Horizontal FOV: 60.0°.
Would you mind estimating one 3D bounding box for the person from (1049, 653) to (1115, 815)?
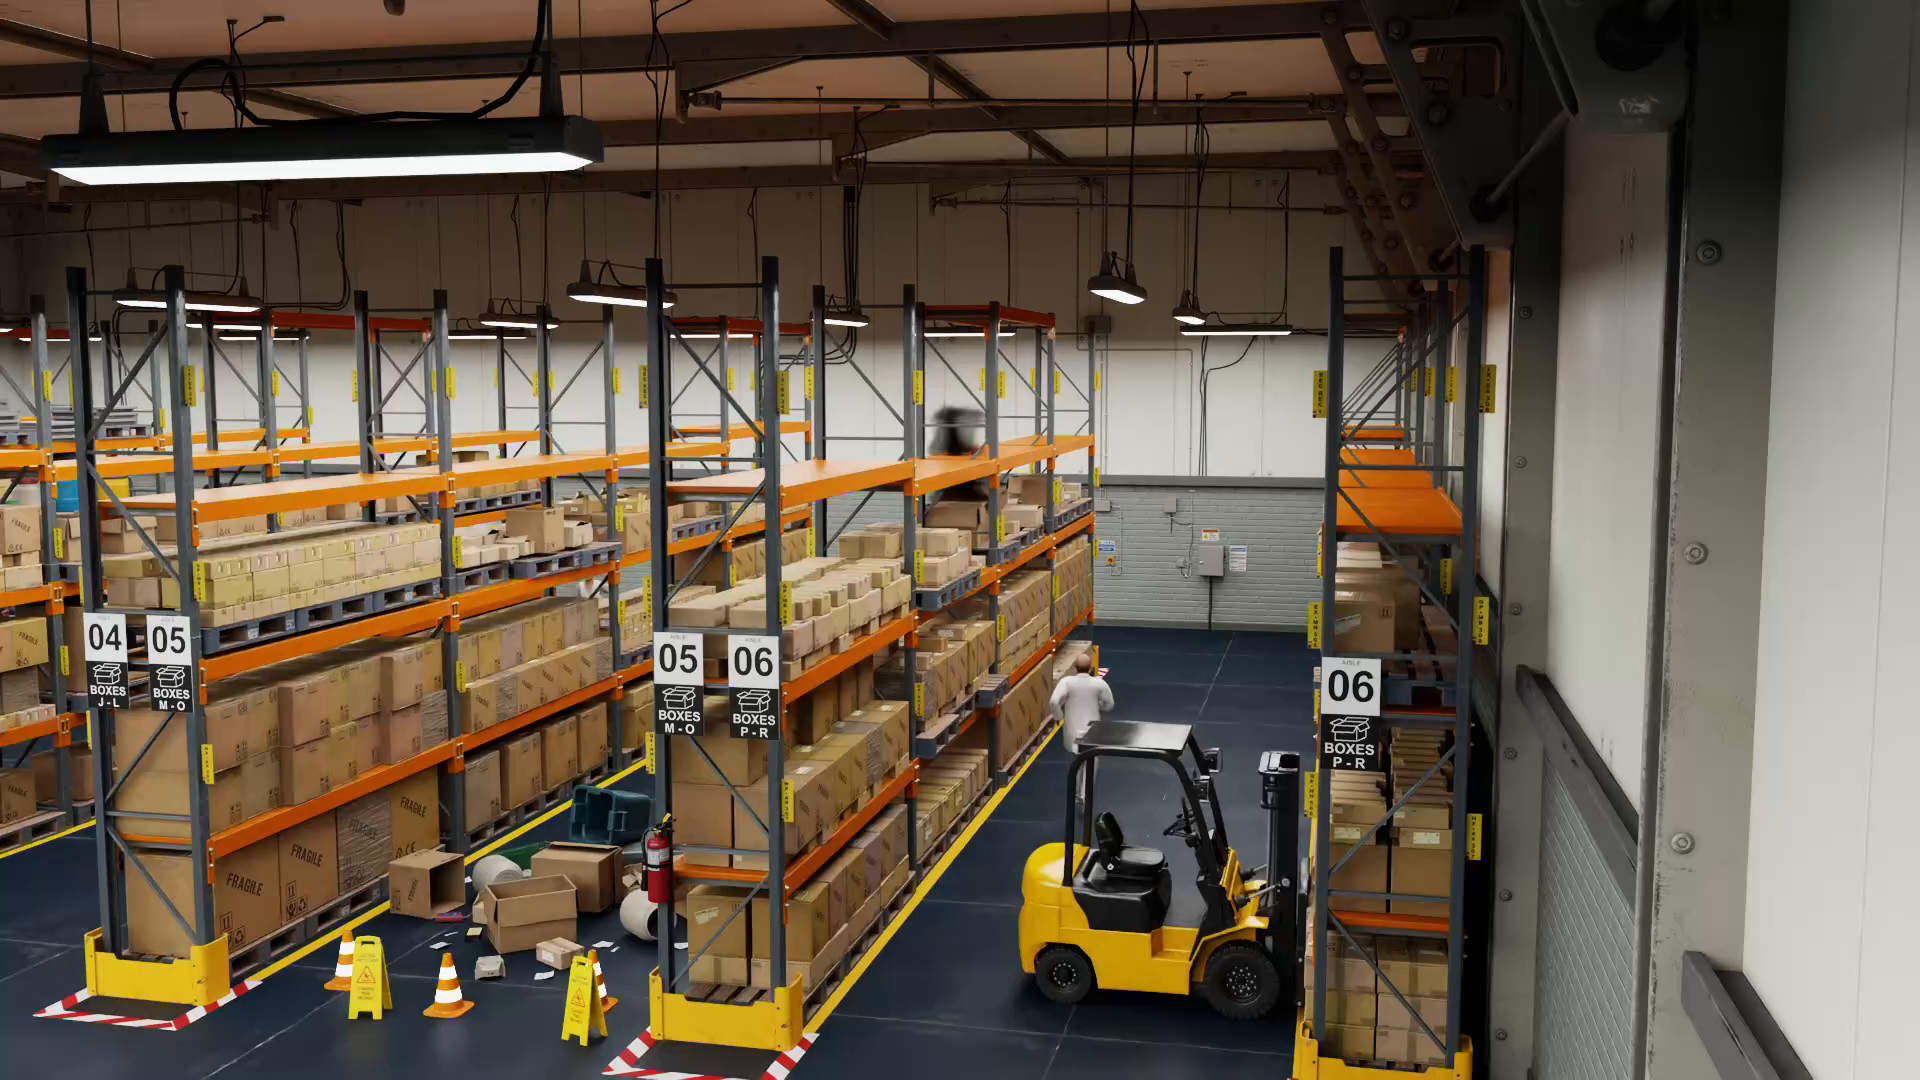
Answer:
[{"bbox_3d":[1.383,2.151,18.640,0.705,1.799,0.927,1,6,10],"label":"person"}]

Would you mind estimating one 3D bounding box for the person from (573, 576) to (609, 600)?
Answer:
[{"bbox_3d":[-6.468,1.342,29.177,0.691,1.812,0.613,0,6,5],"label":"person"}]

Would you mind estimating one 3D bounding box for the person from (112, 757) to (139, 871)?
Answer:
[{"bbox_3d":[-8.016,2.791,16.034,0.563,1.529,0.508,1,6,8],"label":"person"}]
